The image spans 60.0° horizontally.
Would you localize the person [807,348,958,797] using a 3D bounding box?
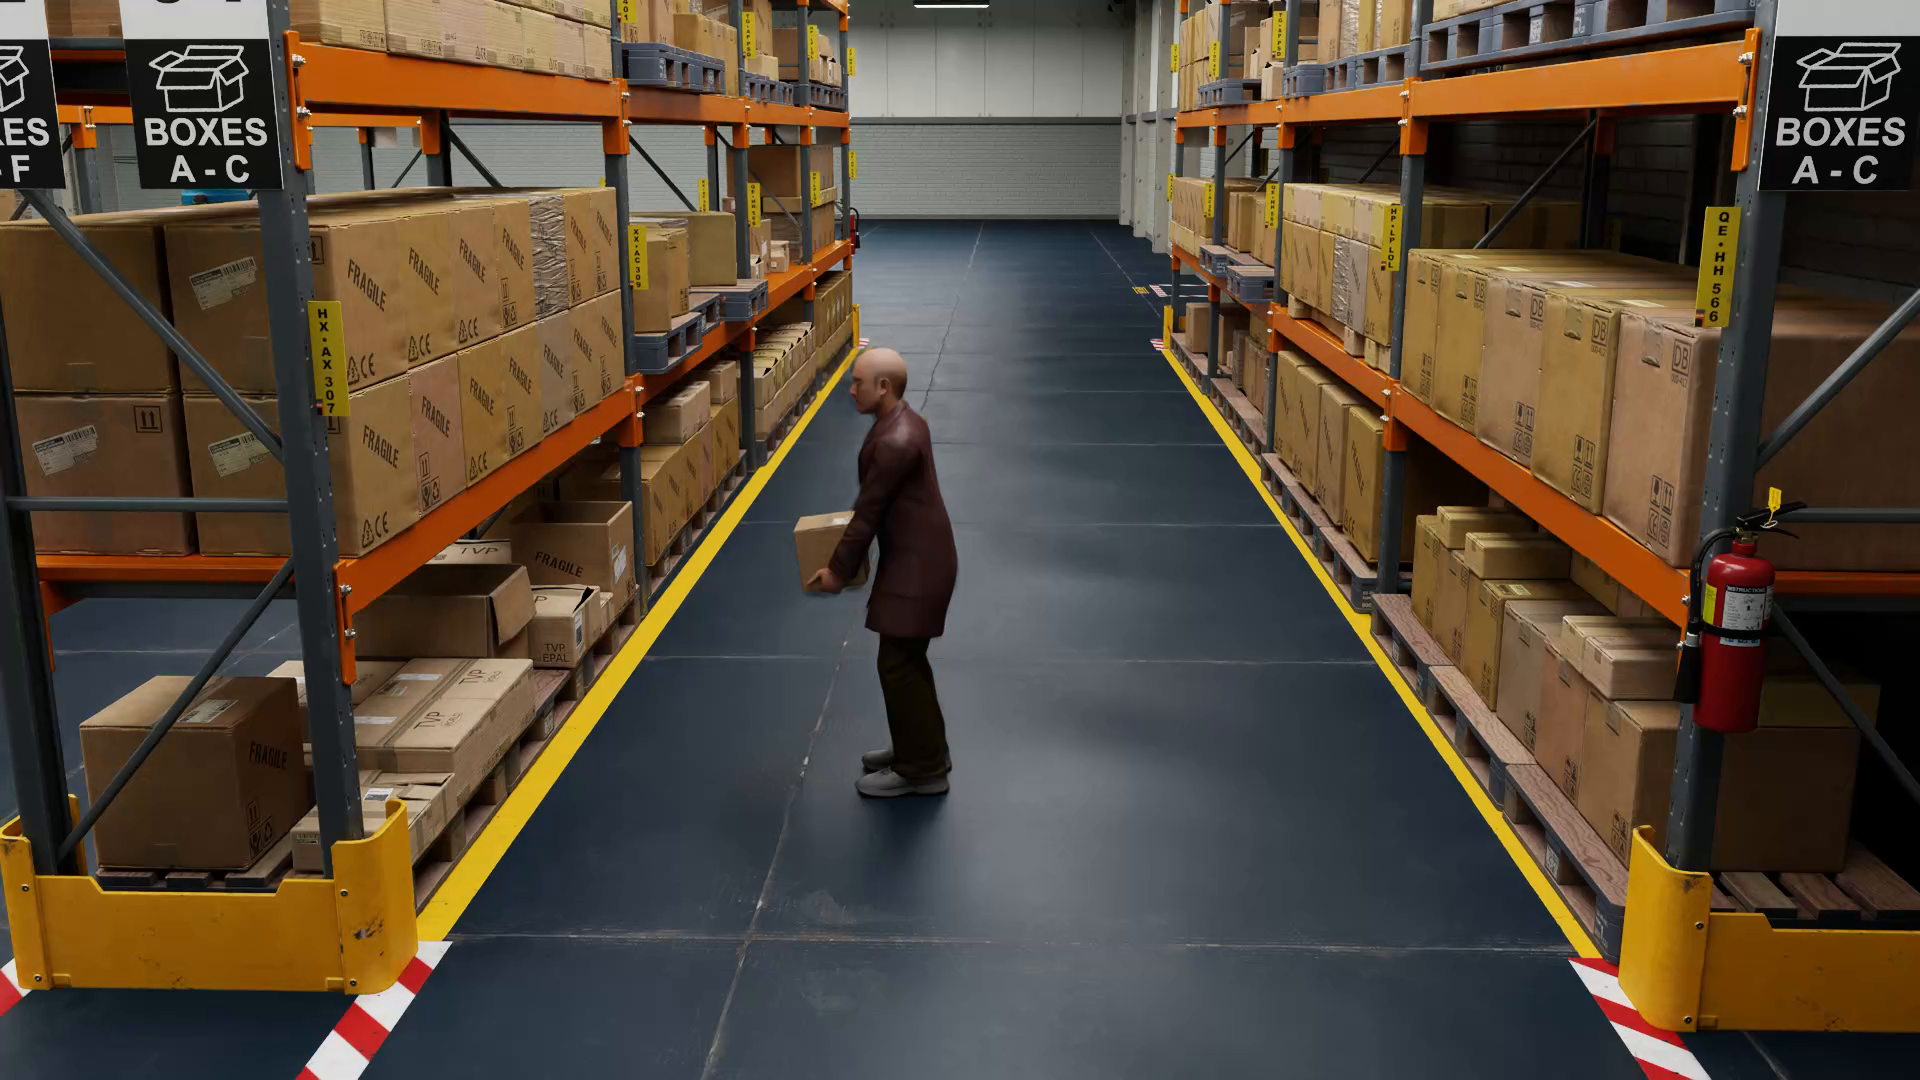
[{"bbox_3d":[-0.301,0.123,6.560,0.584,1.767,0.533,0,14,0],"label":"person"}]
